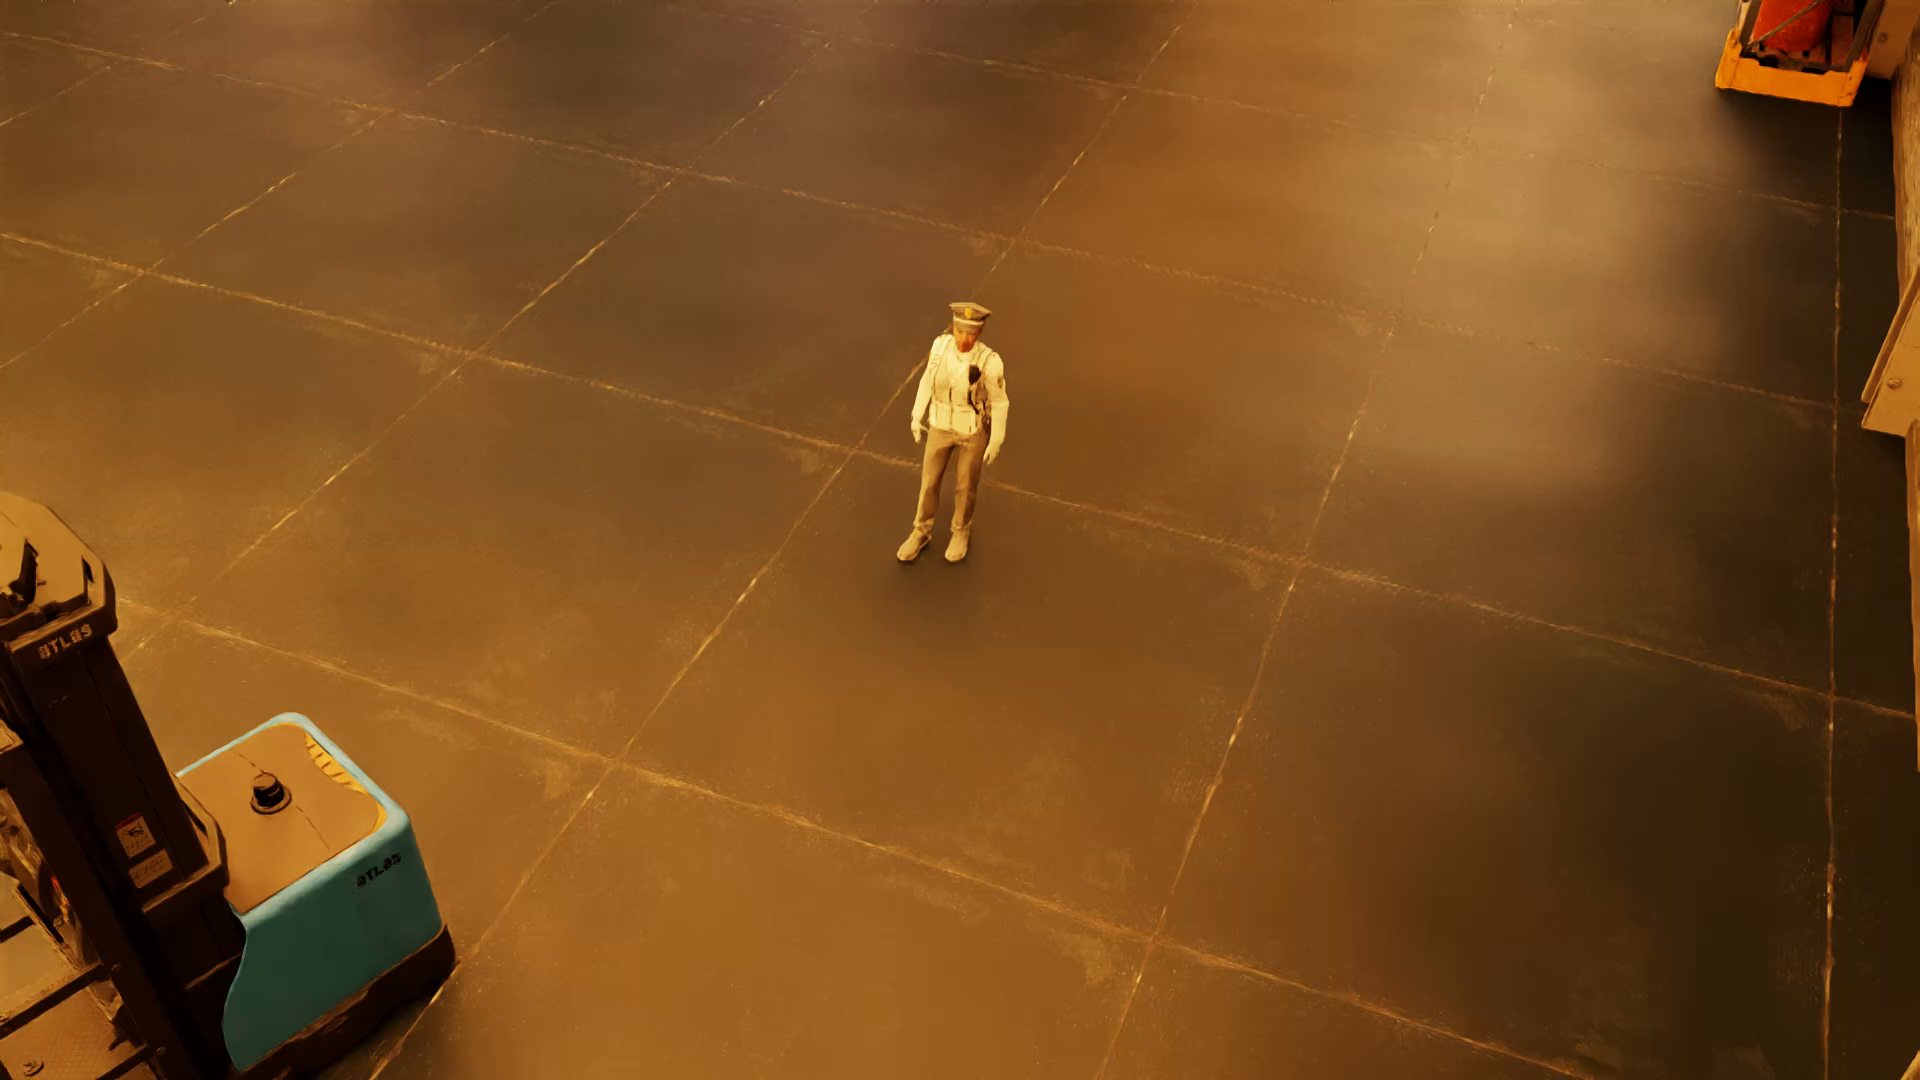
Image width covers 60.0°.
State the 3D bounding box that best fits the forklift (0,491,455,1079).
[{"bbox_3d":[-3.757,1.370,6.370,1.130,2.935,3.031,31,49,32],"label":"forklift"}]

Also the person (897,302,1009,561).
[{"bbox_3d":[-0.032,-0.617,9.695,0.586,1.695,0.532,15,42,17],"label":"person"}]
